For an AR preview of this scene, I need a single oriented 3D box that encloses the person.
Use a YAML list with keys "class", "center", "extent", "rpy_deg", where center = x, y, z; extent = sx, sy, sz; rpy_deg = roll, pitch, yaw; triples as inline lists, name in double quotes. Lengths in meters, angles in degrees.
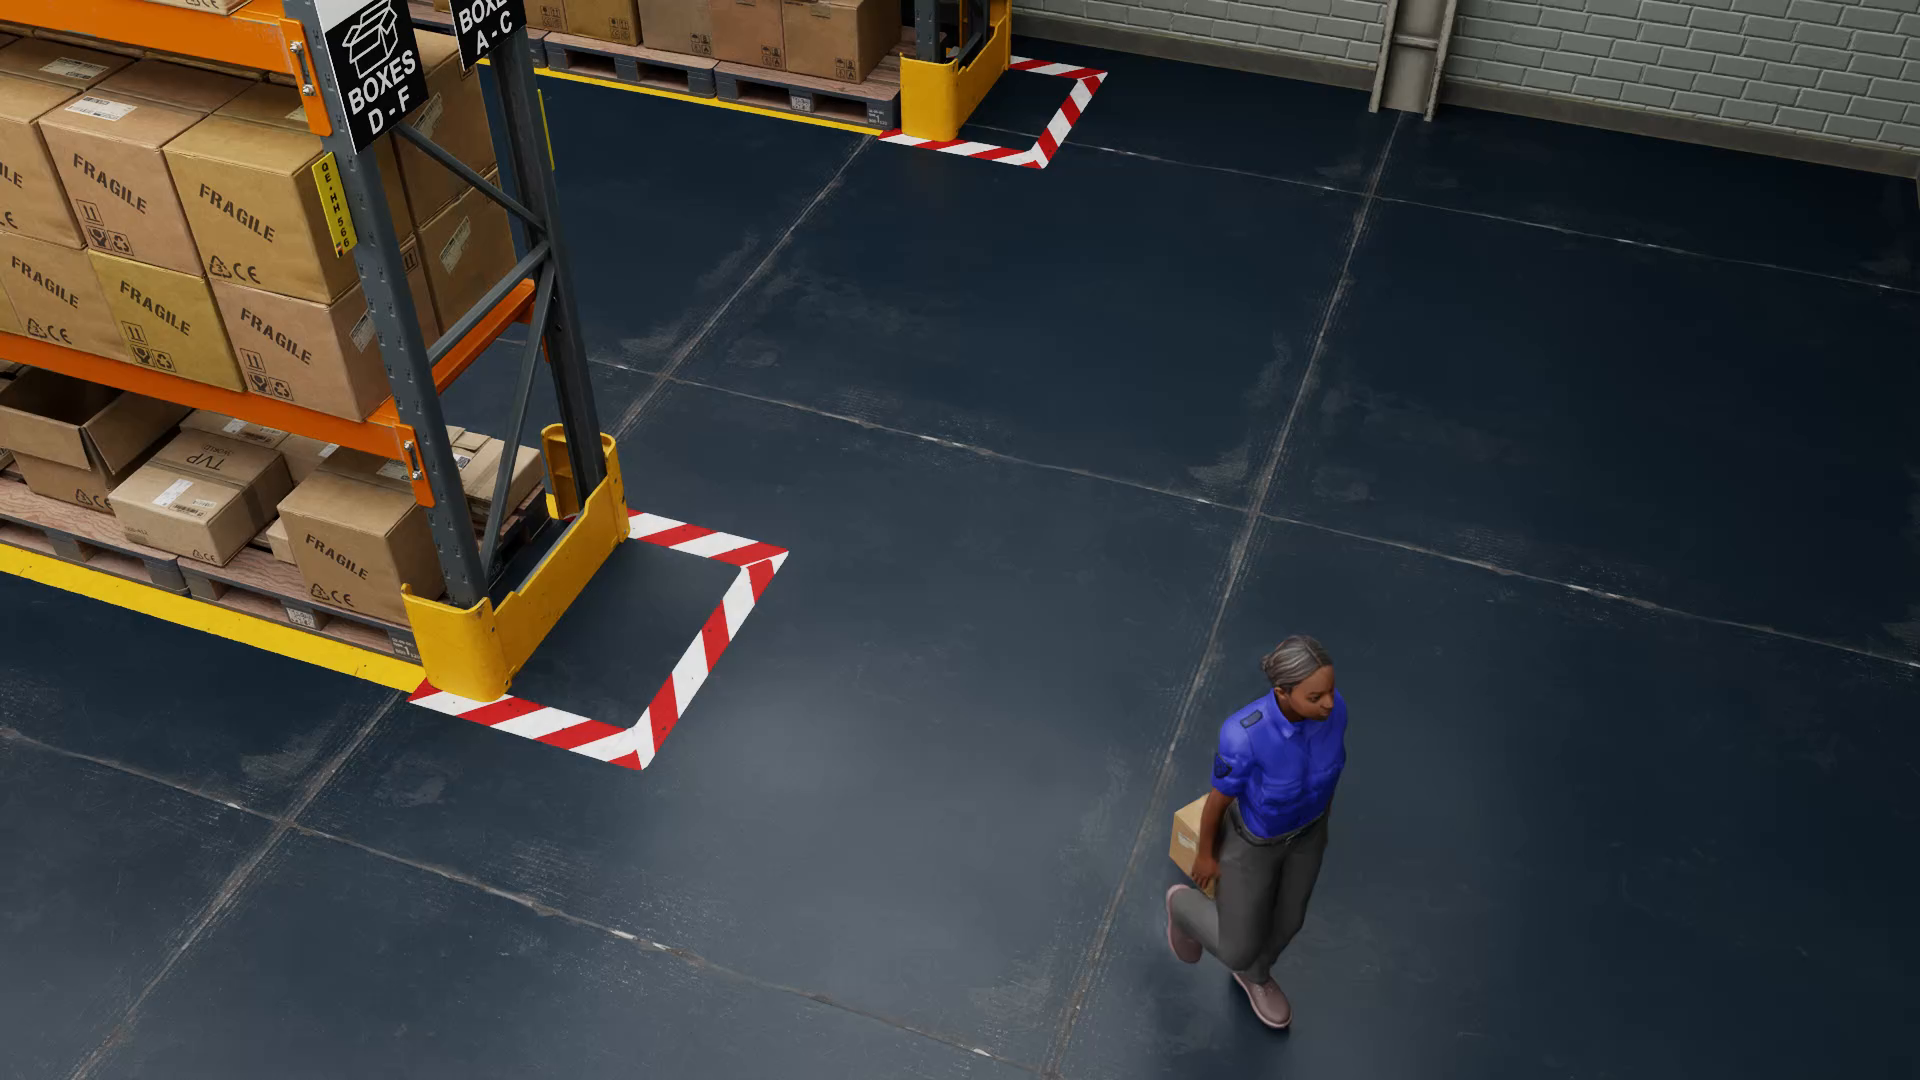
- class: "person"
  center: [0.924, 0.888, 5.139]
  extent: [0.473, 1.631, 0.503]
  rpy_deg: [-20, 45, -21]
